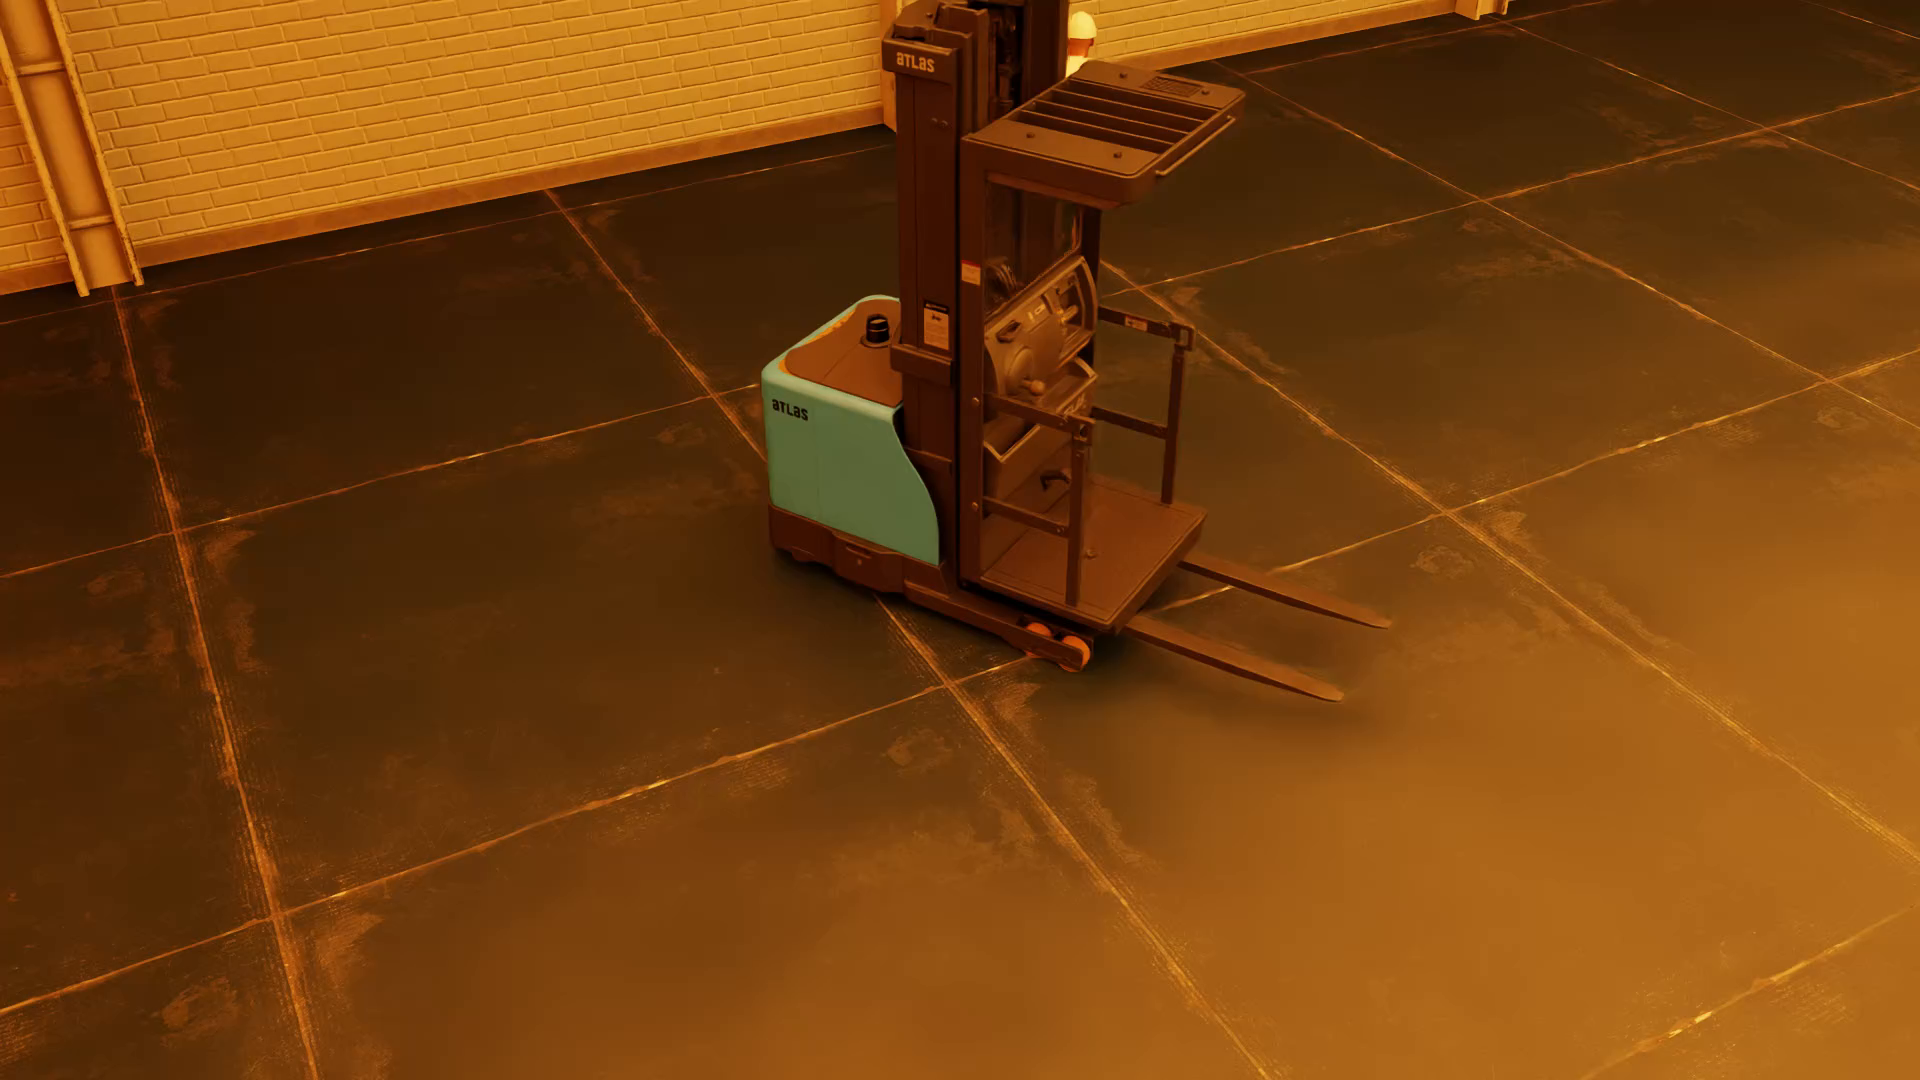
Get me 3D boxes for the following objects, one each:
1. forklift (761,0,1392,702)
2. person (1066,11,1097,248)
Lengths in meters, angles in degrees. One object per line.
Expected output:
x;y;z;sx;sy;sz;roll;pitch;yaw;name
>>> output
0.549;-0.931;7.440;3.031;2.935;1.130;20;40;25;forklift
0.740;-2.547;10.772;0.687;1.764;0.483;8;36;11;person
